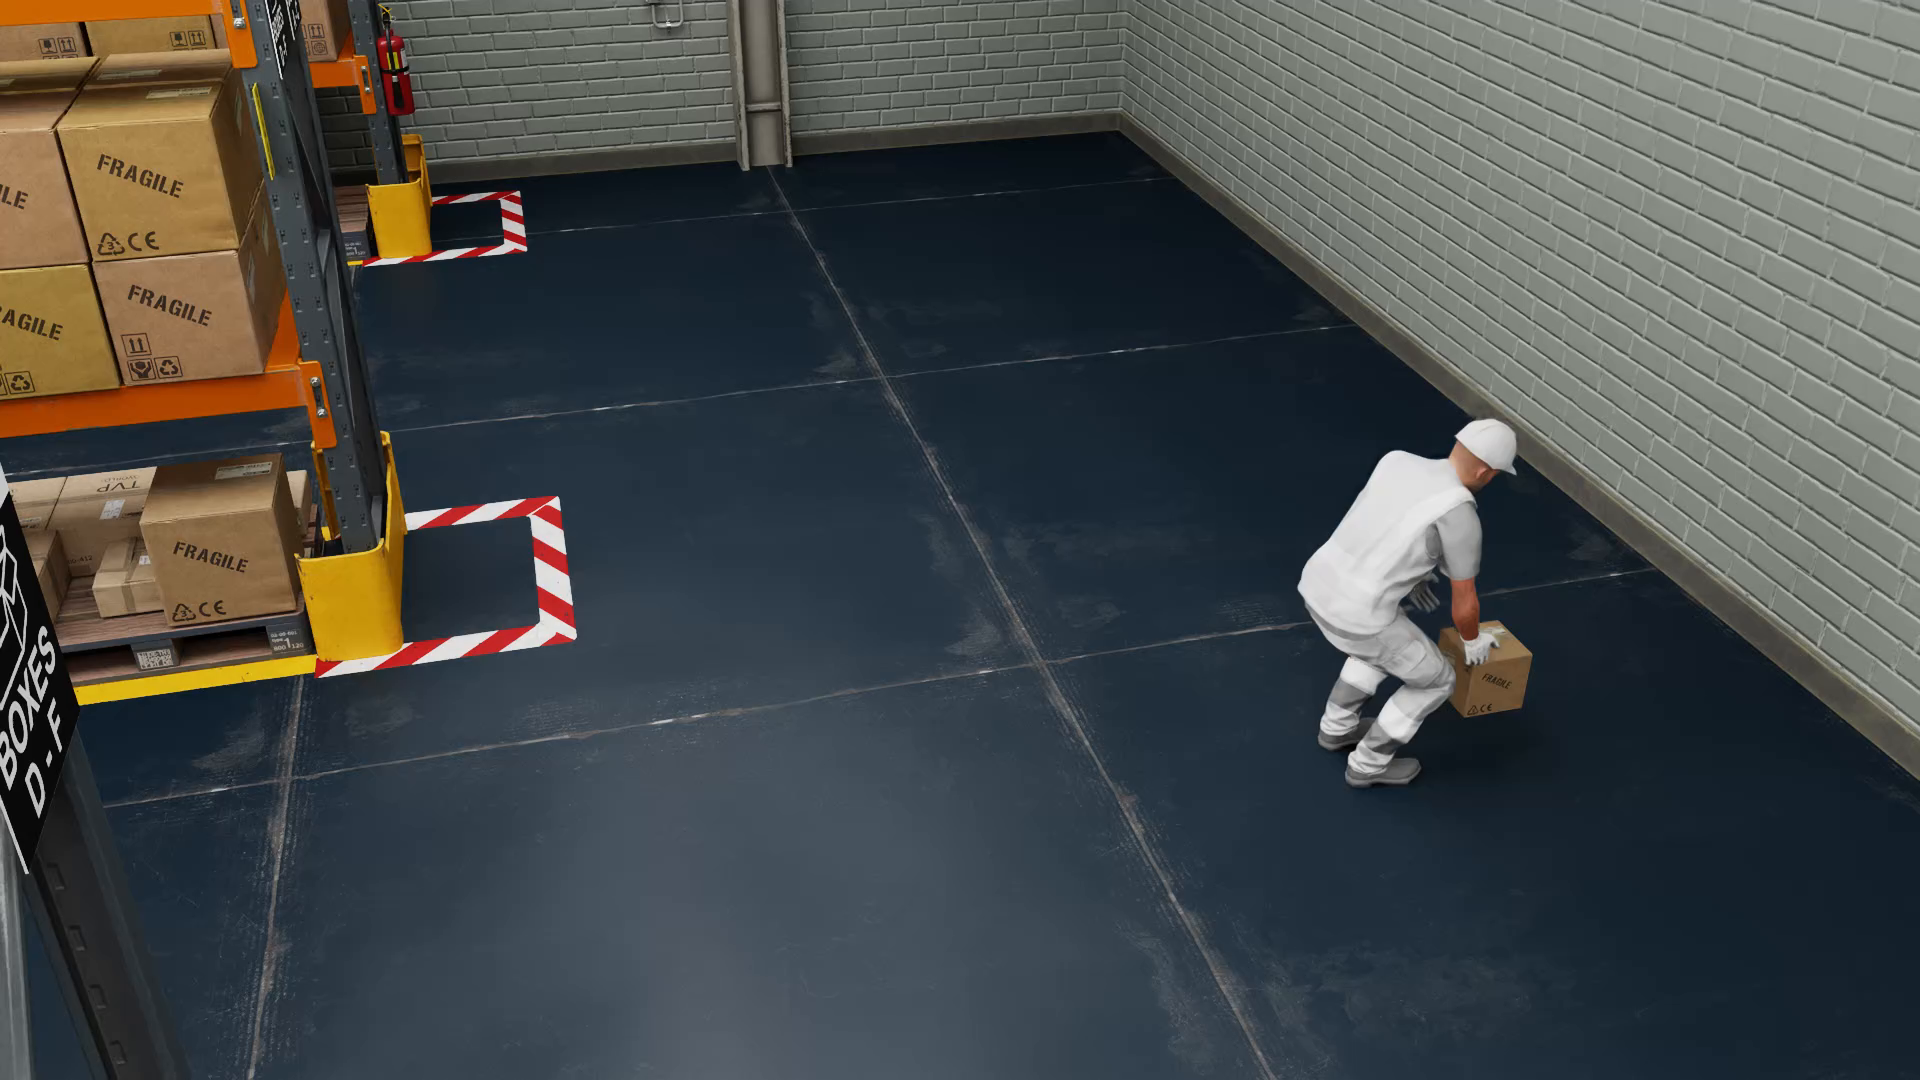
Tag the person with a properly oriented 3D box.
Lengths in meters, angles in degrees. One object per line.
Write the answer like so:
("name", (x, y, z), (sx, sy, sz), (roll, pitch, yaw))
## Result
("person", (1.621, 0.214, 6.142), (0.780, 1.384, 0.584), (-8, 31, -13))
